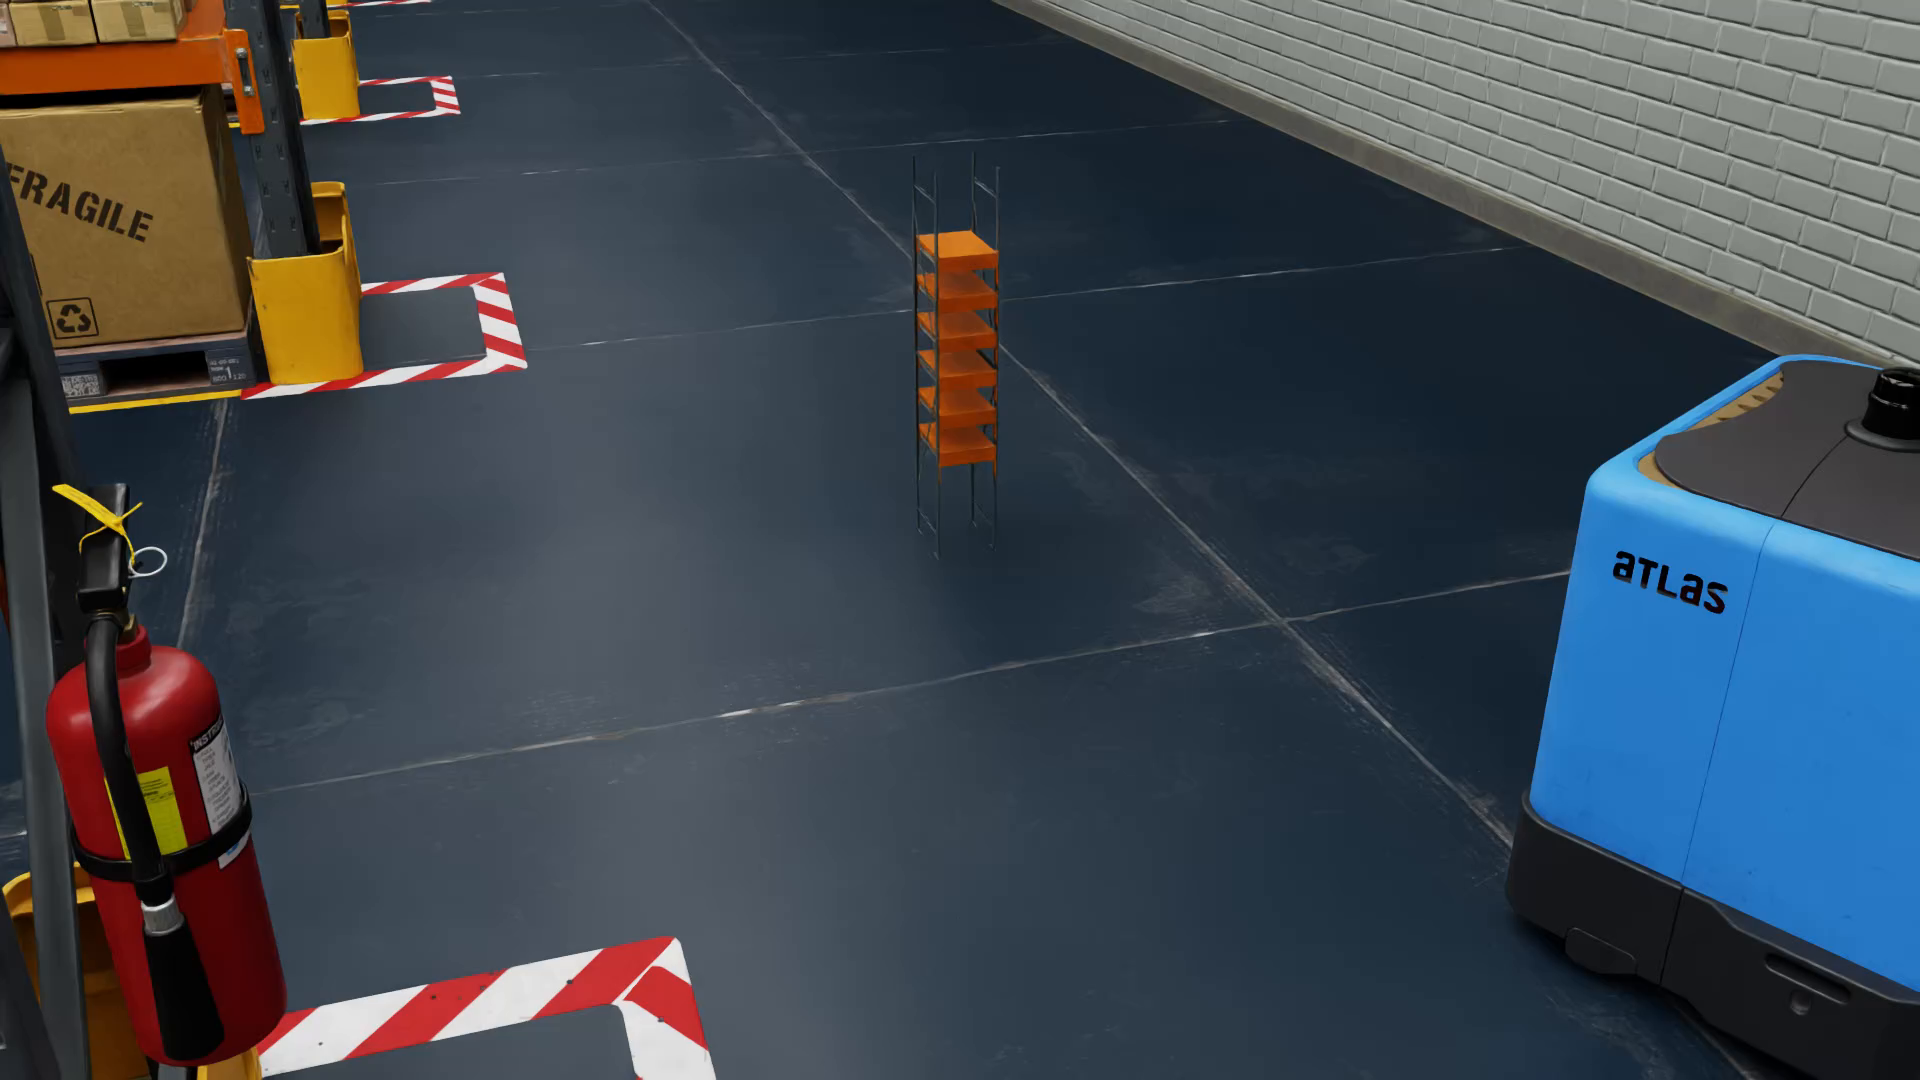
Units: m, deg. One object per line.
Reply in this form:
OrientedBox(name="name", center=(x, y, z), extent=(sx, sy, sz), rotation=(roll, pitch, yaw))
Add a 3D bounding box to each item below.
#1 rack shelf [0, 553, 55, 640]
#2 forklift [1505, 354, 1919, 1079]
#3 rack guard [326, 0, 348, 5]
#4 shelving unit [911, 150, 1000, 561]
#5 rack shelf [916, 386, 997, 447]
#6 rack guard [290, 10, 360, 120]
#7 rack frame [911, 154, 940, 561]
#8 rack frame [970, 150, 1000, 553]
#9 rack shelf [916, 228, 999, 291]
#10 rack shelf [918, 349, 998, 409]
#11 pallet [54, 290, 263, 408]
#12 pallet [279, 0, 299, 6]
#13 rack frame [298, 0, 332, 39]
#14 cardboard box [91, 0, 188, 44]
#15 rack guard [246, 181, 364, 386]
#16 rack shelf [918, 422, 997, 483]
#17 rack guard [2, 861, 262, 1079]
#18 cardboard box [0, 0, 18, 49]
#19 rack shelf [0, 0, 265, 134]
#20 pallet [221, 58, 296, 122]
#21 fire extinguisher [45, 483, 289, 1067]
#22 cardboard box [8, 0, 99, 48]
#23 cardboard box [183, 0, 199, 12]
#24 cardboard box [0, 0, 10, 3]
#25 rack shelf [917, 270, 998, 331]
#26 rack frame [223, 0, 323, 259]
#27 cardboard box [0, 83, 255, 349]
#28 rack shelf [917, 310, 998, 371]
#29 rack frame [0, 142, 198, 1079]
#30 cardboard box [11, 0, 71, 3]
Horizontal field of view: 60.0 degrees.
OrientedBox(name="rack shelf", center=(-3.175, 0.507, 1.665), extent=(4.000, 0.370, 1.077), rotation=(-8, 28, -16))
OrientedBox(name="forklift", center=(2.561, -0.169, 2.293), extent=(1.130, 2.935, 3.031), rotation=(-24, 35, -39))
OrientedBox(name="rack guard", center=(-5.849, -5.261, 15.285), extent=(0.348, 0.500, 1.175), rotation=(-8, 28, -16))
OrientedBox(name="shelving unit", center=(-0.014, -0.535, 4.979), extent=(0.189, 1.200, 0.258), rotation=(-8, 28, -16))
OrientedBox(name="rack shelf", center=(-0.014, -0.388, 5.052), extent=(0.180, 0.103, 0.258), rotation=(-8, 28, -16))
OrientedBox(name="rack guard", center=(-4.228, -3.185, 11.104), extent=(0.348, 0.500, 1.175), rotation=(-8, 28, -16))
OrientedBox(name="rack frame", center=(-0.101, -0.523, 4.954), extent=(0.006, 1.200, 0.240), rotation=(-8, 28, -16))
OrientedBox(name="rack frame", center=(0.073, -0.548, 5.005), extent=(0.006, 1.200, 0.240), rotation=(-8, 28, -16))
OrientedBox(name="rack shelf", center=(-0.014, -0.818, 4.839), extent=(0.180, 0.103, 0.258), rotation=(-8, 28, -16))
OrientedBox(name="rack shelf", center=(-0.014, -0.496, 4.999), extent=(0.180, 0.103, 0.258), rotation=(-8, 28, -16))
OrientedBox(name="pallet", center=(-3.449, -0.810, 6.644), extent=(1.213, 0.211, 1.003), rotation=(-8, 28, -16))
OrientedBox(name="pallet", center=(-6.607, -5.021, 15.127), extent=(1.213, 0.211, 1.003), rotation=(-8, 28, -16))
OrientedBox(name="rack frame", center=(-4.247, -4.296, 10.530), extent=(0.127, 3.000, 1.000), rotation=(-8, 28, -16))
OrientedBox(name="cardboard box", center=(-2.950, -1.901, 5.989), extent=(0.250, 0.149, 0.380), rotation=(-8, 27, -15))
OrientedBox(name="rack guard", center=(-2.690, -1.086, 6.875), extent=(0.348, 0.500, 1.175), rotation=(-8, 28, -16))
OrientedBox(name="rack shelf", center=(-0.014, -0.281, 5.106), extent=(0.180, 0.103, 0.258), rotation=(-8, 28, -16))
OrientedBox(name="rack guard", center=(-1.345, 1.039, 2.595), extent=(0.348, 0.500, 1.175), rotation=(-8, 28, -16))
OrientedBox(name="cardboard box", center=(-3.437, -1.830, 5.846), extent=(0.250, 0.149, 0.380), rotation=(-8, 28, -16))
OrientedBox(name="rack shelf", center=(-4.615, -1.604, 5.917), extent=(4.000, 0.370, 1.077), rotation=(-8, 28, -16))
OrientedBox(name="pallet", center=(-5.043, -2.950, 10.955), extent=(1.213, 0.211, 1.003), rotation=(-8, 28, -16))
OrientedBox(name="fire extinguisher", center=(-0.891, 0.271, 1.837), extent=(0.183, 0.674, 0.296), rotation=(-8, 28, -16))
OrientedBox(name="cardboard box", center=(-3.196, -1.865, 5.915), extent=(0.250, 0.149, 0.380), rotation=(-8, 27, -16))
OrientedBox(name="cardboard box", center=(-3.153, -2.180, 6.551), extent=(0.250, 0.149, 0.380), rotation=(-8, 27, -16))
OrientedBox(name="cardboard box", center=(-3.574, -2.020, 5.779), extent=(0.500, 0.250, 0.500), rotation=(-9, 28, -17))
OrientedBox(name="rack shelf", center=(-0.014, -0.711, 4.892), extent=(0.180, 0.103, 0.258), rotation=(-8, 28, -16))
OrientedBox(name="rack frame", center=(-2.713, -2.202, 6.312), extent=(0.127, 3.000, 1.000), rotation=(-8, 28, -16))
OrientedBox(name="cardboard box", center=(-3.297, -1.316, 6.446), extent=(0.875, 0.875, 0.875), rotation=(-8, 28, -16))
OrientedBox(name="rack shelf", center=(-0.014, -0.603, 4.946), extent=(0.180, 0.103, 0.258), rotation=(-8, 28, -16))
OrientedBox(name="rack frame", center=(-1.274, -0.092, 2.063), extent=(0.053, 2.616, 0.949), rotation=(-8, 28, -16))
OrientedBox(name="cardboard box", center=(-3.092, -2.089, 5.919), extent=(0.500, 0.250, 0.500), rotation=(-9, 28, -17))
